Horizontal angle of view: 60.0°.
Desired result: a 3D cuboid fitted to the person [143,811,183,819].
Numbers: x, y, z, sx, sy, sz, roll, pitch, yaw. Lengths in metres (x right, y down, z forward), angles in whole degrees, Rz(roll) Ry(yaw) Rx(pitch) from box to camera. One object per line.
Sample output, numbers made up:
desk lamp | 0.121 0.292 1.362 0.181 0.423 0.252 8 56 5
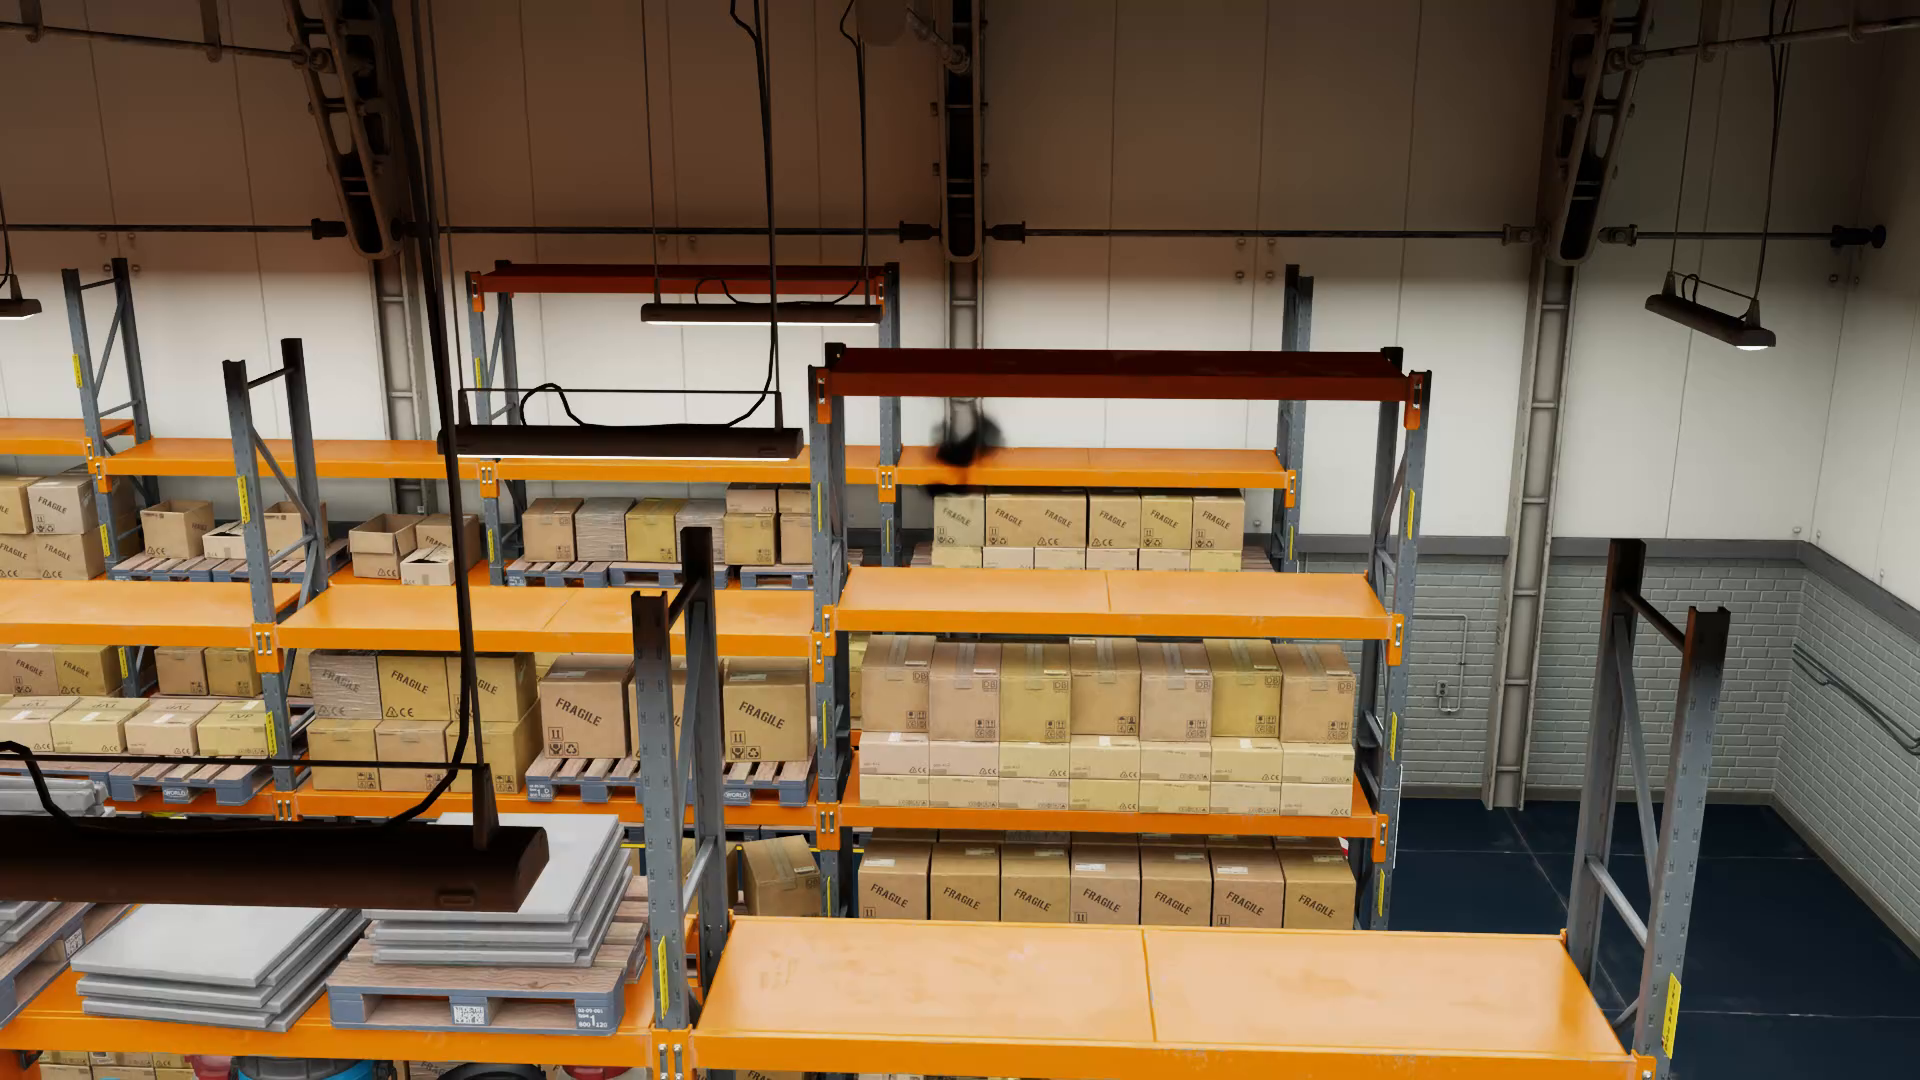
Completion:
person | -7.033 3.096 14.886 1.099 1.757 0.670 1 16 5
